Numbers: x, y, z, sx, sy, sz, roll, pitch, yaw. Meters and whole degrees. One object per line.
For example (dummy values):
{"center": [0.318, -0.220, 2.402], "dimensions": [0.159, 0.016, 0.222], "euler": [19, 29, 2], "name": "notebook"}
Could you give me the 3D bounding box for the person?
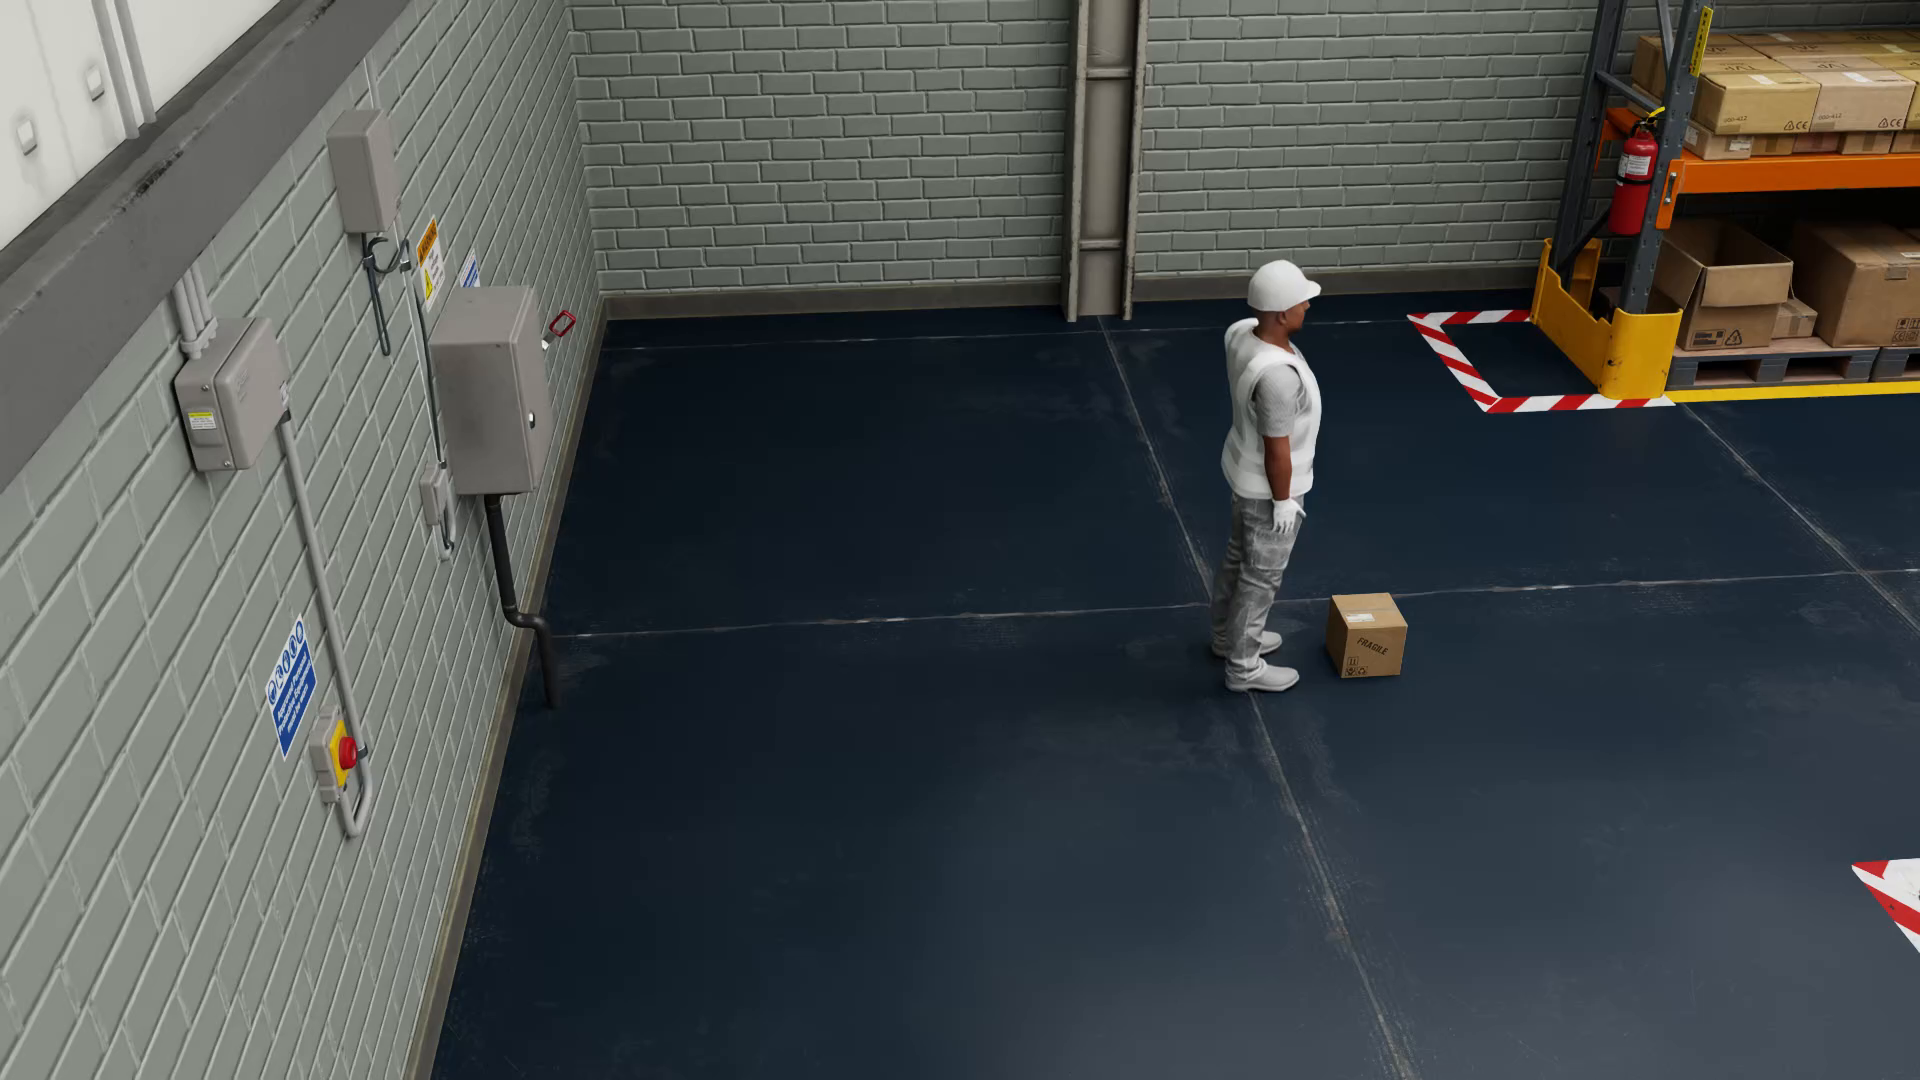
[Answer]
{"center": [1.203, -0.244, 6.511], "dimensions": [0.369, 1.787, 0.547], "euler": [-2, 31, -3], "name": "person"}
